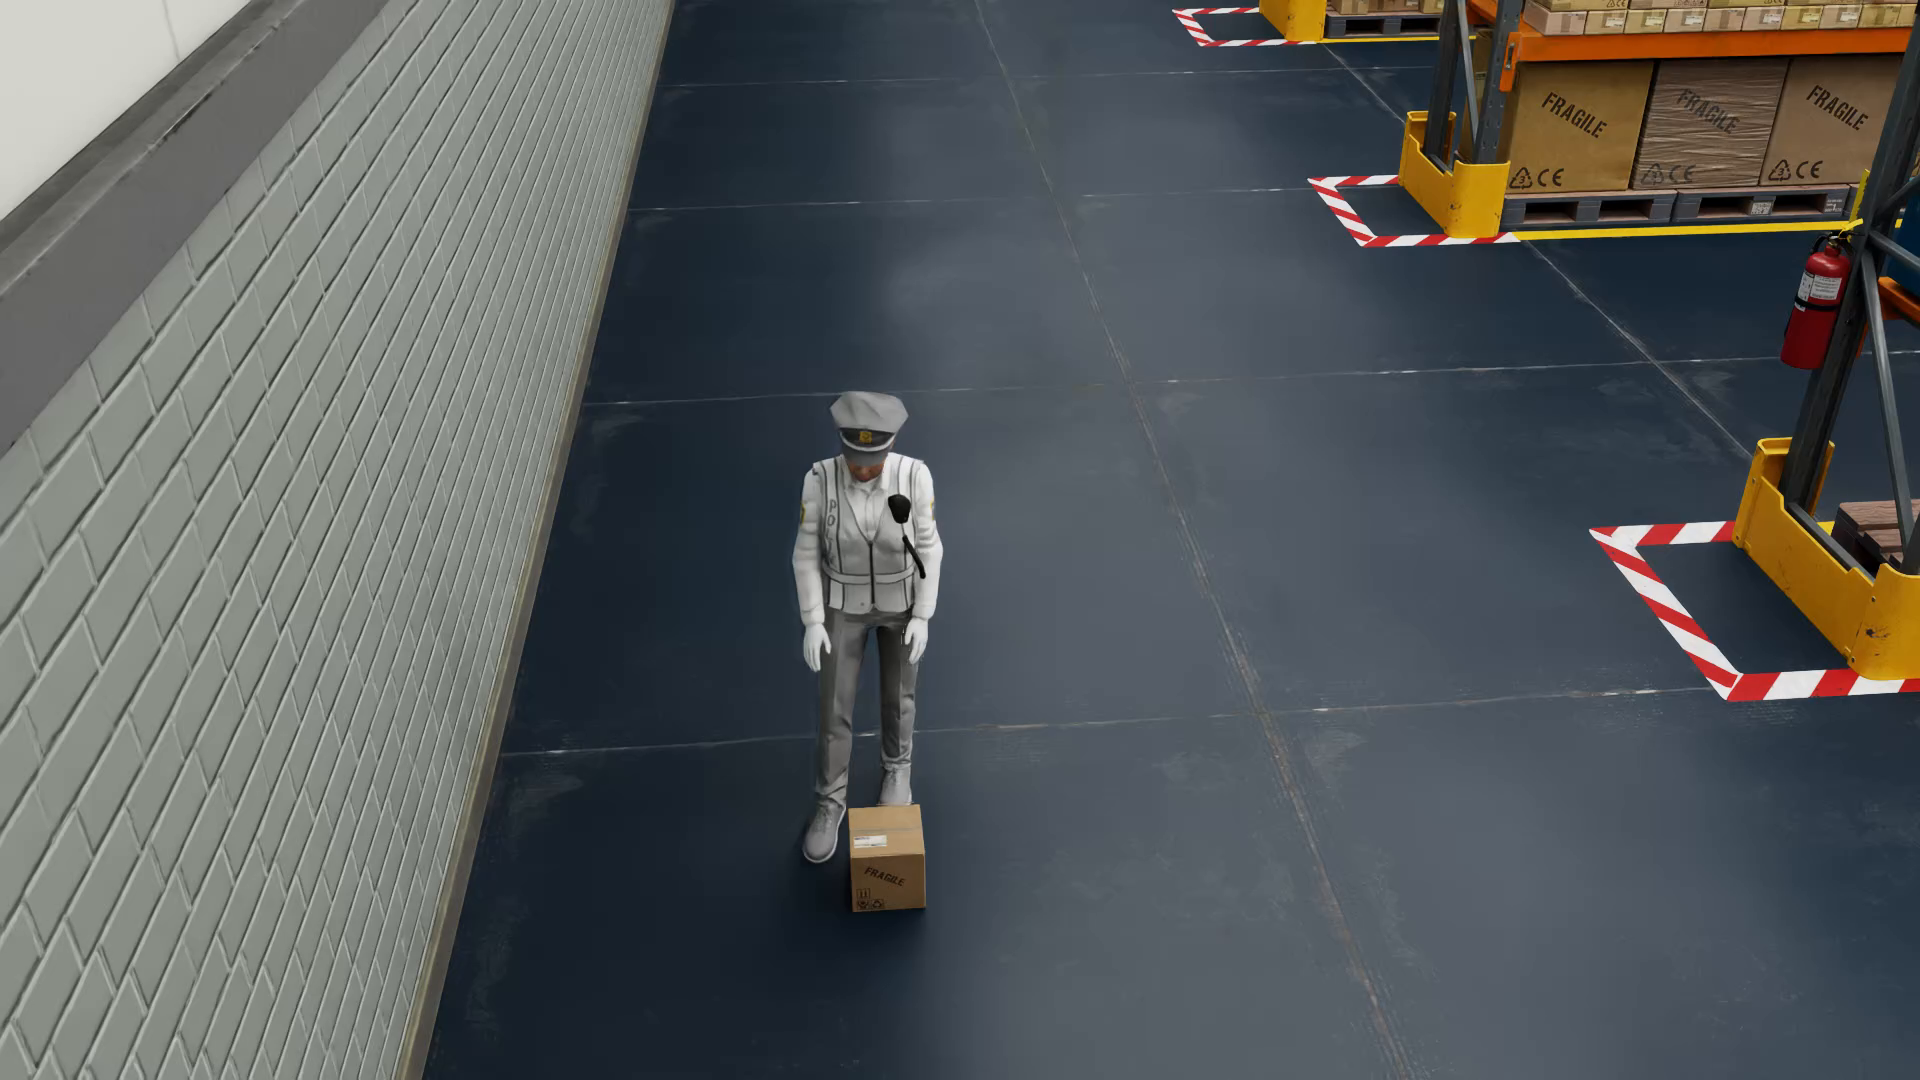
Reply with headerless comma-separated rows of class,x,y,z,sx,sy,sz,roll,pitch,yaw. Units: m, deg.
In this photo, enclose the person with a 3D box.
person,-0.313,0.286,5.646,0.521,1.679,0.514,-2,31,-4
